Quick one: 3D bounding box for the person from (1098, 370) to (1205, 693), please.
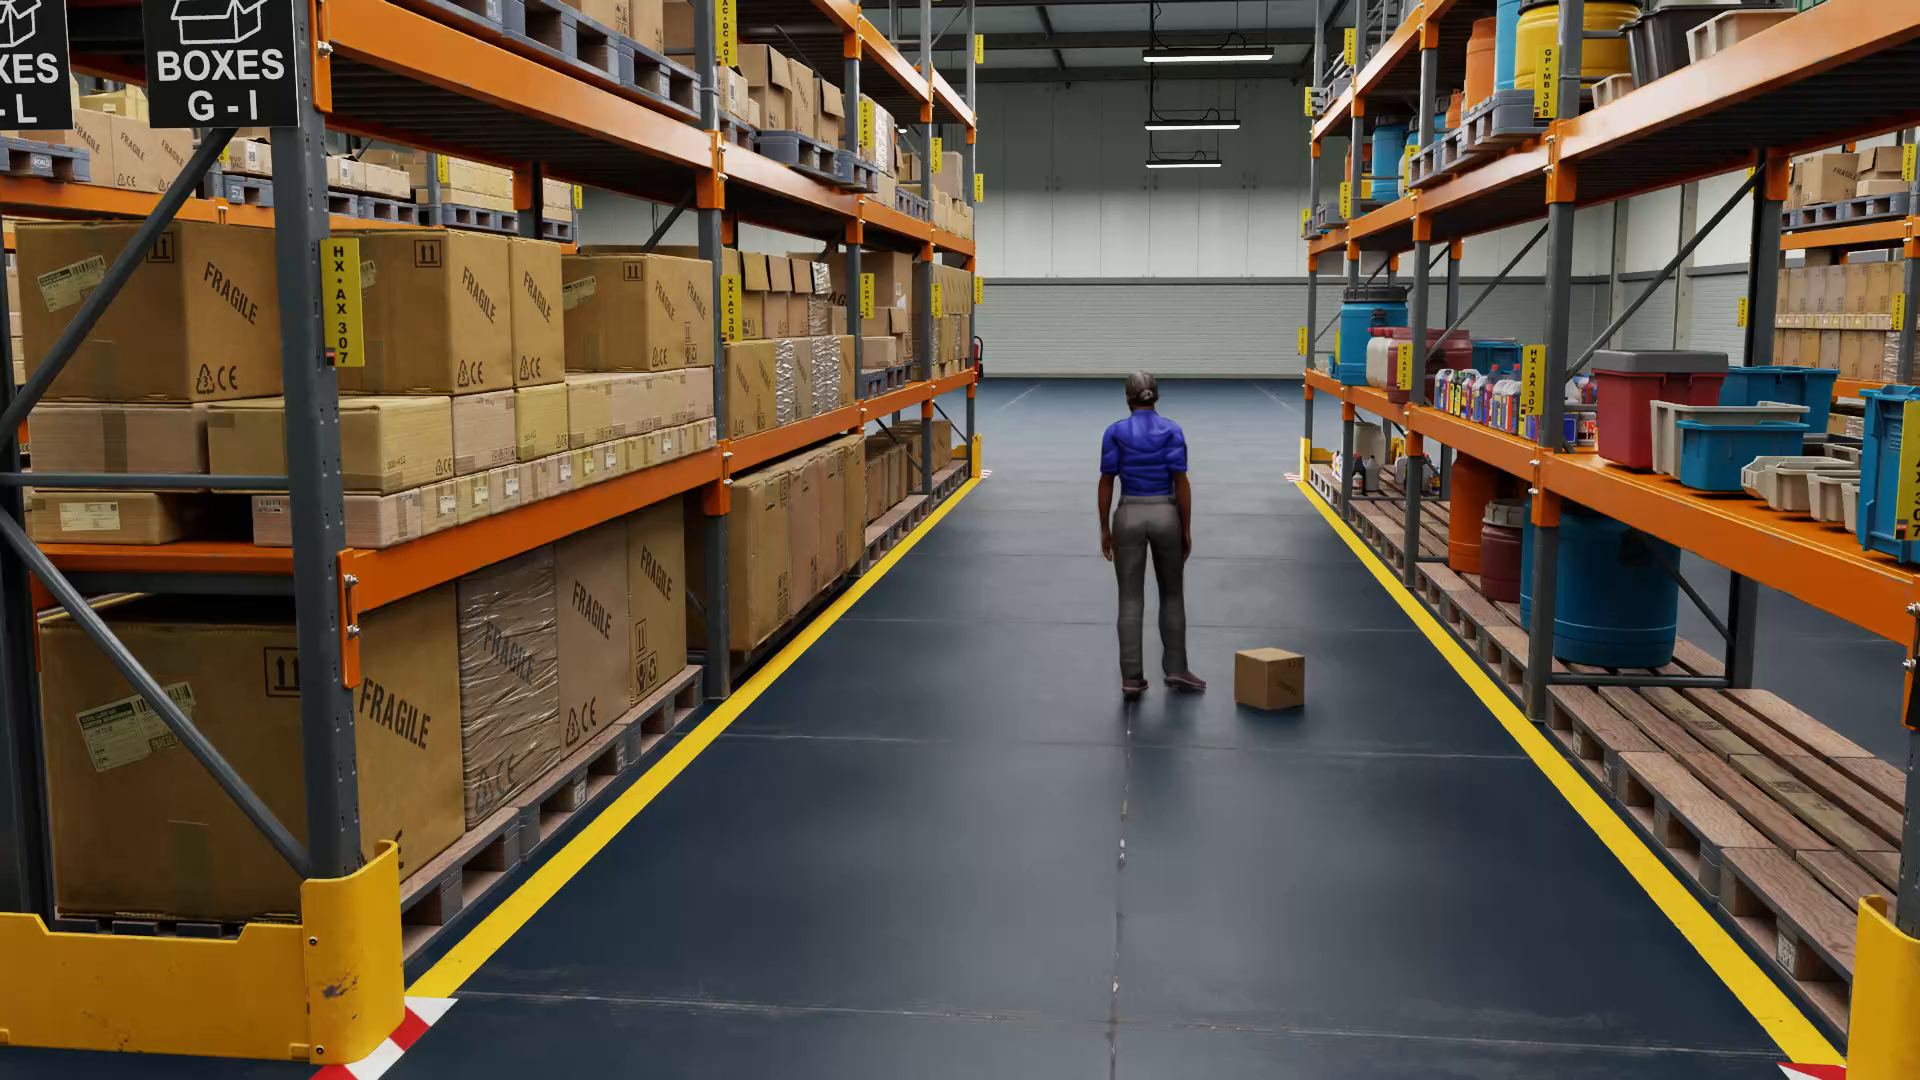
[{"bbox_3d":[0.986,-0.011,8.546,0.572,1.711,0.540,1,8,10],"label":"person"}]
